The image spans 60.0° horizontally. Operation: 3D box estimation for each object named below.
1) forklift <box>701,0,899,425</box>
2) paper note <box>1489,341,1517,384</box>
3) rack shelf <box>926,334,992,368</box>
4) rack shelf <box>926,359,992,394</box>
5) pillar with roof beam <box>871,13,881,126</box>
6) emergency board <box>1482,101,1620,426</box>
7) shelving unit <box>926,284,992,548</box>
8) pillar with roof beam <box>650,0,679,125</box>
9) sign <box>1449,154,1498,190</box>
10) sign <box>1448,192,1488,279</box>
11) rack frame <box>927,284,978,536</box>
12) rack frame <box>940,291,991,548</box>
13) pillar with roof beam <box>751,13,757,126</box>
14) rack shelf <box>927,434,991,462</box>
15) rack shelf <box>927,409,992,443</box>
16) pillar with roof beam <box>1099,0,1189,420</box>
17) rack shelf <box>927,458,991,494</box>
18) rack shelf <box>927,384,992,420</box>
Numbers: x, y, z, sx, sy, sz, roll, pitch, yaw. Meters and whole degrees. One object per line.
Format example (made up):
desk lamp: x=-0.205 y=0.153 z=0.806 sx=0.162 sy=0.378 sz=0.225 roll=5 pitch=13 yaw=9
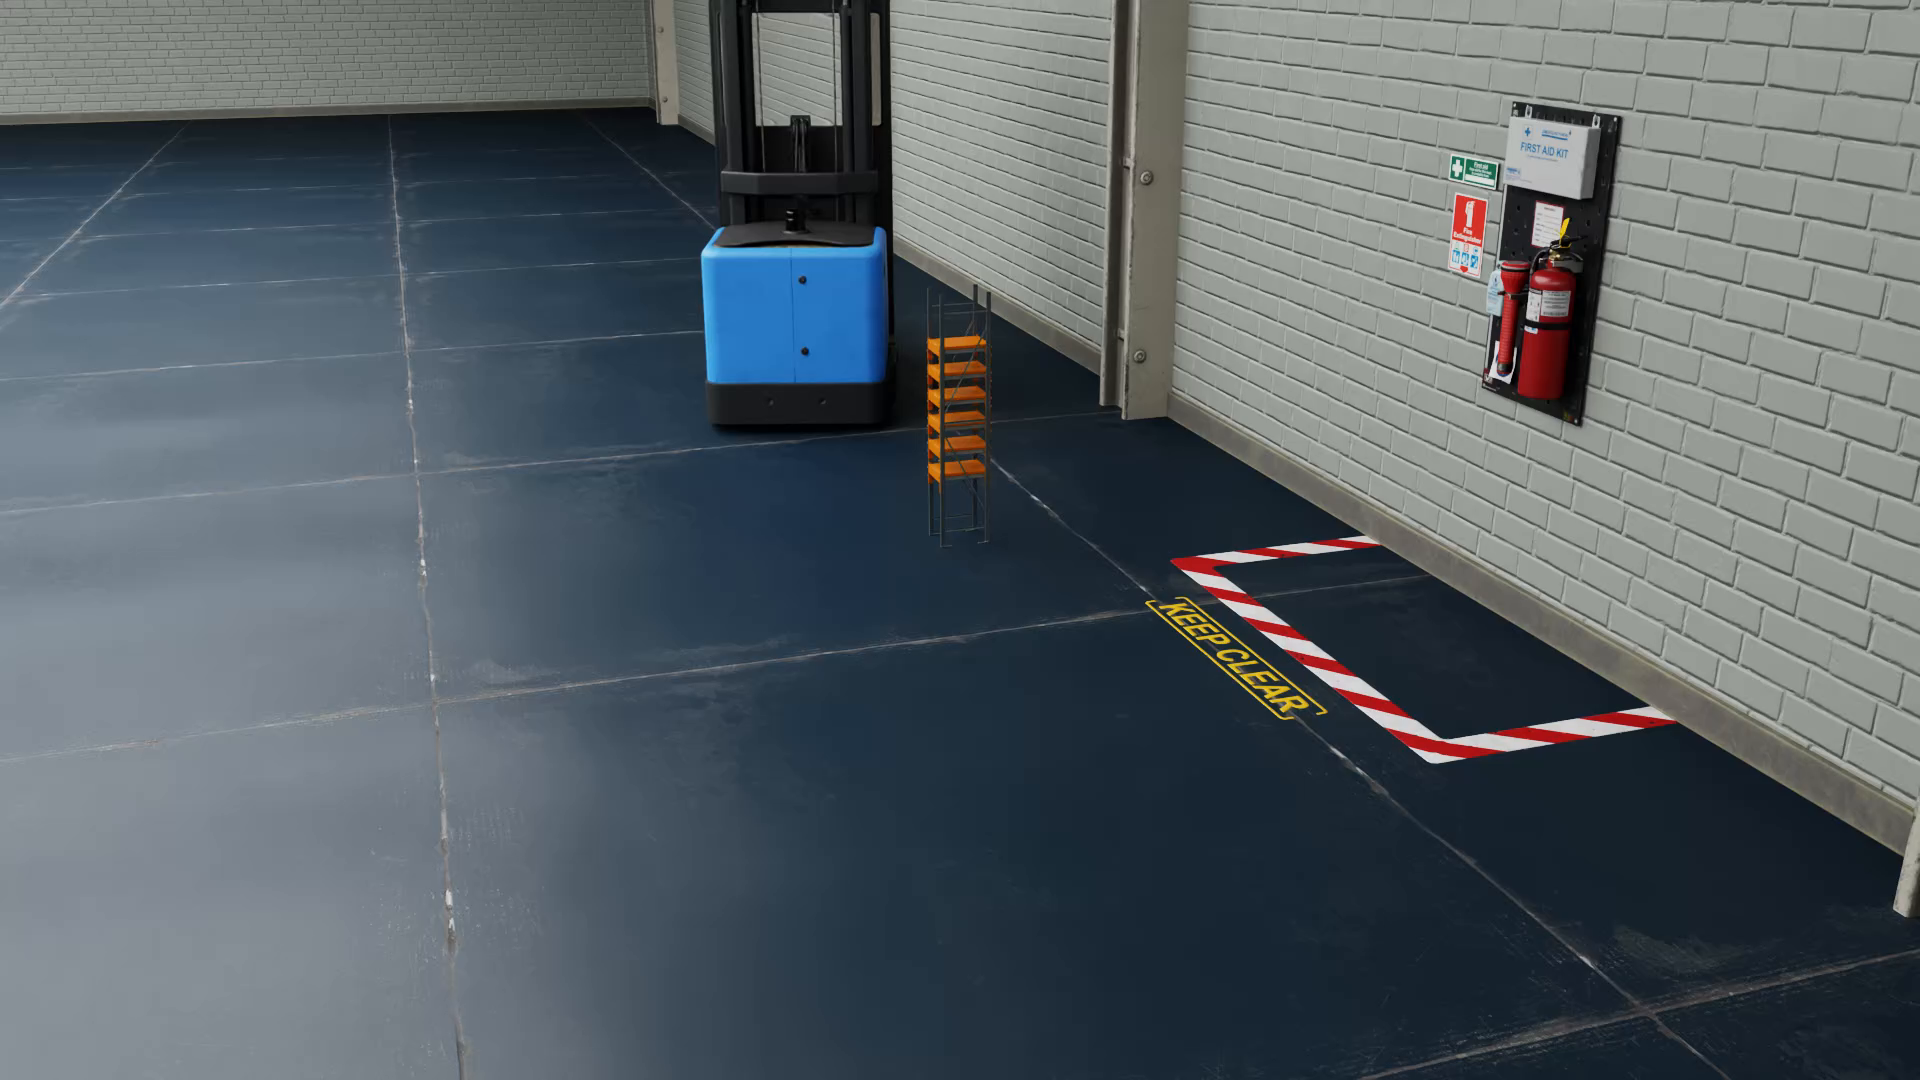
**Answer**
forklift: x=-0.968 y=-2.489 z=10.509 sx=1.130 sy=2.935 sz=3.031 roll=0 pitch=20 yaw=-1
paper note: x=2.222 y=-0.728 z=6.808 sx=0.016 sy=0.148 sz=0.142 roll=-6 pitch=21 yaw=-17
rack shelf: x=-0.005 y=-0.866 z=7.620 sx=0.258 sy=0.103 sz=0.180 roll=-6 pitch=21 yaw=-17
rack shelf: x=-0.005 y=-0.753 z=7.660 sx=0.258 sy=0.103 sz=0.180 roll=-6 pitch=21 yaw=-17
pillar with roof beam: x=-4.906 y=-6.498 z=12.695 sx=9.100 sy=9.000 sz=0.400 roll=-6 pitch=21 yaw=-17
emergency board: x=2.212 y=-1.078 z=6.480 sx=0.194 sy=1.169 sz=0.643 roll=-6 pitch=21 yaw=-17
shelving unit: x=-0.005 y=-0.569 z=7.727 sx=0.258 sy=1.200 sz=0.189 roll=-6 pitch=21 yaw=-17
pillar with roof beam: x=-8.678 y=-10.349 z=23.416 sx=9.100 sy=9.000 sz=0.400 roll=-6 pitch=21 yaw=-17
sign: x=2.129 y=-1.530 z=6.902 sx=0.001 sy=0.109 sz=0.331 roll=-6 pitch=21 yaw=-17
sign: x=2.136 y=-1.283 z=6.999 sx=0.001 sy=0.329 sz=0.234 roll=-6 pitch=21 yaw=-17
rack frame: x=-0.033 y=-0.599 z=7.808 sx=0.240 sy=1.200 sz=0.006 roll=-6 pitch=21 yaw=-17
rack frame: x=0.024 y=-0.540 z=7.645 sx=0.240 sy=1.200 sz=0.006 roll=-6 pitch=21 yaw=-17
pillar with roof beam: x=-6.792 y=-8.423 z=18.055 sx=9.100 sy=9.000 sz=0.400 roll=-6 pitch=21 yaw=-17
rack shelf: x=-0.005 y=-0.415 z=7.782 sx=0.258 sy=0.103 sz=0.180 roll=-6 pitch=21 yaw=-17
rack shelf: x=-0.005 y=-0.528 z=7.742 sx=0.258 sy=0.103 sz=0.180 roll=-6 pitch=21 yaw=-17
pillar with roof beam: x=-3.020 y=-4.572 z=7.334 sx=9.100 sy=9.000 sz=0.400 roll=-6 pitch=21 yaw=-17
rack shelf: x=-0.005 y=-0.302 z=7.823 sx=0.258 sy=0.103 sz=0.180 roll=-6 pitch=21 yaw=-17
rack shelf: x=-0.005 y=-0.640 z=7.701 sx=0.258 sy=0.103 sz=0.180 roll=-6 pitch=21 yaw=-17
